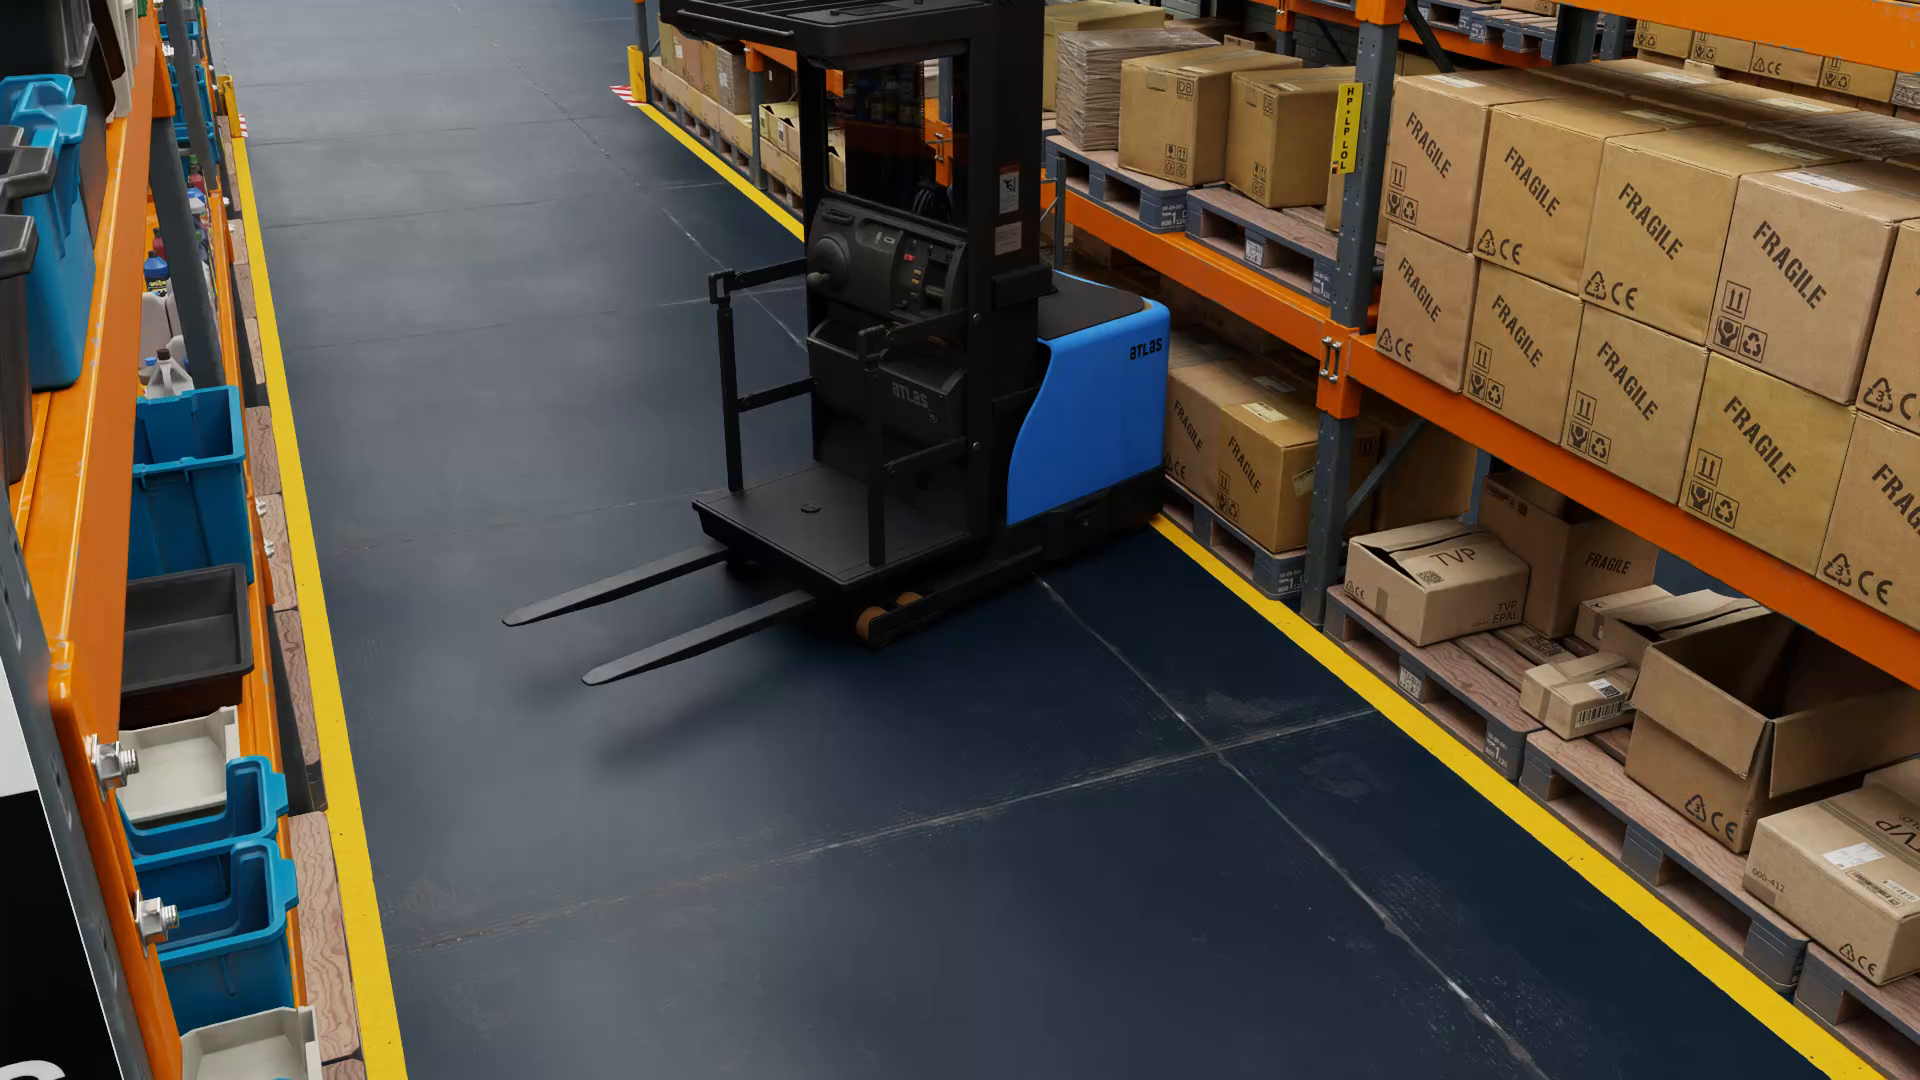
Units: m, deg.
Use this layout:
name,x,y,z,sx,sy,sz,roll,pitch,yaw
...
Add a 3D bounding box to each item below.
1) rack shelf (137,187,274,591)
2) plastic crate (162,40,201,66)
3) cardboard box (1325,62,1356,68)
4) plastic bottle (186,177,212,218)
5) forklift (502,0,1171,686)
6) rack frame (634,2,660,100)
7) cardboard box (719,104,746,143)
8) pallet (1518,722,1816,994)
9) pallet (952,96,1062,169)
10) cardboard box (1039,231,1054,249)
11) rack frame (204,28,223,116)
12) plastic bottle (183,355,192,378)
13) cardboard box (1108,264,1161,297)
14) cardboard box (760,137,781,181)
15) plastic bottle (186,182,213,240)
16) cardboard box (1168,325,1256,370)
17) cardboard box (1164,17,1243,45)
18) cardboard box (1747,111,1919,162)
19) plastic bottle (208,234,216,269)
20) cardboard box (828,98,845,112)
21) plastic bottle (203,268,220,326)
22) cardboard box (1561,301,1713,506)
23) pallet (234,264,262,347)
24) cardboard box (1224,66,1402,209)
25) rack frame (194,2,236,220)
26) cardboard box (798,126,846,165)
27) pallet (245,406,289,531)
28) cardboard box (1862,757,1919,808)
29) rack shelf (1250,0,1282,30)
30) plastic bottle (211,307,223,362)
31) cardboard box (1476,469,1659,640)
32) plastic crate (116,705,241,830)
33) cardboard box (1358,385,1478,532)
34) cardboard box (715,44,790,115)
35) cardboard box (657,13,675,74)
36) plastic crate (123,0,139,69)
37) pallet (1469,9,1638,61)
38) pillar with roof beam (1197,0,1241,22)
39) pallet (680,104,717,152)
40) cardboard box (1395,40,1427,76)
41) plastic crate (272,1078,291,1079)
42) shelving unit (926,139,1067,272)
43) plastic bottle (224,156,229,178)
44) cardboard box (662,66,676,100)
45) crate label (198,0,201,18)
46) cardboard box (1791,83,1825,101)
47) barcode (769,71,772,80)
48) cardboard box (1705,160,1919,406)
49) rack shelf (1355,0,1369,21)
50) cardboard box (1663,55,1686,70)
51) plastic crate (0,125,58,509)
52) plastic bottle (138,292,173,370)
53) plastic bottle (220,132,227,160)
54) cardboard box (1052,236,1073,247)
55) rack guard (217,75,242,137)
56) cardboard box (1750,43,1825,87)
name,x,y,z,sx,sy,sz,roll,pitch,yaw
rack shelf,-3.414,-0.719,6.624,1.077,0.370,4.000,-11,28,-21
plastic crate,-4.548,-2.583,9.549,0.402,0.464,0.583,-11,28,-21
cardboard box,3.656,-3.947,14.762,0.700,0.500,0.500,-10,28,-19
plastic bottle,-3.618,-1.621,7.877,0.097,0.201,0.097,0,26,0
forklift,-0.468,-1.133,6.729,3.031,2.935,1.130,-22,33,-37
rack frame,-2.771,-5.929,16.474,1.000,3.000,0.127,-11,28,-21
cardboard box,-1.774,-3.620,14.401,0.500,0.250,0.500,-11,28,-21
pallet,2.678,0.939,5.586,1.003,0.211,1.213,-11,28,-21
pallet,0.692,-2.351,9.366,1.213,0.211,1.003,-11,28,-21
cardboard box,0.277,-1.541,9.834,0.500,0.500,0.500,-9,28,-18
rack frame,-7.330,-5.079,14.734,1.000,3.000,0.127,-11,28,-21
plastic bottle,-2.534,-0.535,5.573,0.097,0.271,0.097,0,26,0
cardboard box,1.147,-1.227,9.193,0.500,0.500,0.500,-12,28,-22
cardboard box,-1.274,-3.062,13.257,0.500,0.250,0.500,-11,28,-22
plastic bottle,-3.451,-1.480,7.510,0.097,0.271,0.097,0,26,0
cardboard box,1.090,-0.712,8.138,0.500,0.500,0.500,-10,28,-20
cardboard box,2.438,-5.026,16.973,0.700,0.500,0.500,-12,29,-24
cardboard box,2.765,-1.009,5.144,0.500,0.500,0.500,-10,28,-20
plastic bottle,-3.261,-1.252,7.123,0.097,0.201,0.097,0,26,0
cardboard box,-0.782,-3.405,13.321,0.500,0.311,0.500,-11,28,-21
plastic bottle,-2.935,-0.948,6.420,0.097,0.271,0.097,0,26,0
cardboard box,2.275,-0.468,5.176,0.500,0.500,0.500,-11,28,-21
pallet,-4.939,-1.408,10.393,1.003,0.211,1.213,-11,28,-21
cardboard box,1.621,-1.814,7.455,0.700,0.500,0.500,-6,27,-12
rack frame,-5.764,-3.464,11.427,1.000,3.000,0.127,-11,28,-21
cardboard box,-0.877,-2.898,12.282,0.500,0.311,0.500,-12,28,-22
pallet,-3.850,-0.285,8.094,1.003,0.211,1.213,-11,28,-21
cardboard box,3.151,0.896,5.128,0.500,0.250,0.500,-11,28,-21
rack shelf,2.569,-5.651,16.725,1.077,0.370,4.000,-11,28,-21
plastic bottle,-2.730,-0.762,6.025,0.061,0.283,0.133,-11,28,-21
cardboard box,2.413,0.022,6.633,0.500,0.500,0.500,-11,28,-21
plastic crate,-1.672,0.508,3.523,0.293,0.136,0.466,-11,28,-21
cardboard box,1.963,-0.396,7.490,0.500,0.500,0.500,-12,28,-23
cardboard box,-1.772,-3.958,14.237,0.500,0.500,0.500,-11,28,-21
cardboard box,-2.568,-4.763,15.886,0.500,0.500,0.500,-11,28,-21
plastic crate,-1.782,-1.016,3.294,0.293,0.136,0.466,-11,28,-21
pallet,4.542,-3.735,12.200,1.213,0.211,1.003,-11,28,-21
pillar with roof beam,-1.105,-8.604,15.115,9.100,9.000,0.400,-11,28,-21
pallet,-1.959,-3.883,15.461,1.003,0.211,1.213,-11,28,-21
cardboard box,3.831,-4.107,14.235,0.500,0.250,0.500,-11,28,-22
plastic crate,-1.116,1.006,2.393,0.416,0.233,0.300,-11,28,-21
shelving unit,0.091,-1.360,8.826,0.587,1.500,1.083,-11,28,-21
plastic bottle,-5.772,-2.945,12.881,0.144,0.351,0.185,-12,28,-23
cardboard box,-2.566,-4.426,16.051,0.500,0.250,0.500,-11,28,-21
crate label,-6.360,-4.399,13.300,0.502,0.435,0.616,-11,28,-21
cardboard box,5.364,-2.761,10.249,0.380,0.149,0.250,-10,28,-20
barcode,-1.488,-3.645,13.051,0.001,0.075,0.075,-11,28,-21
cardboard box,2.461,-0.716,4.544,0.500,0.500,0.500,-10,28,-19
rack shelf,1.145,-2.916,7.706,1.077,0.370,4.000,-11,28,-21
cardboard box,4.925,-3.172,11.091,0.380,0.149,0.250,-10,28,-20
plastic crate,-0.959,-0.112,1.292,0.497,0.269,0.590,-11,28,-21
plastic bottle,-2.964,-0.779,6.068,0.152,0.276,0.135,-11,28,-21
plastic bottle,-6.080,-3.224,13.538,0.152,0.276,0.135,-11,28,-22
cardboard box,0.427,-1.914,10.907,0.500,0.250,0.500,-11,28,-21
rack guard,-7.257,-3.933,15.236,1.175,0.500,0.348,-11,28,-21
cardboard box,5.263,-3.086,10.176,0.500,0.500,0.500,-11,28,-21
